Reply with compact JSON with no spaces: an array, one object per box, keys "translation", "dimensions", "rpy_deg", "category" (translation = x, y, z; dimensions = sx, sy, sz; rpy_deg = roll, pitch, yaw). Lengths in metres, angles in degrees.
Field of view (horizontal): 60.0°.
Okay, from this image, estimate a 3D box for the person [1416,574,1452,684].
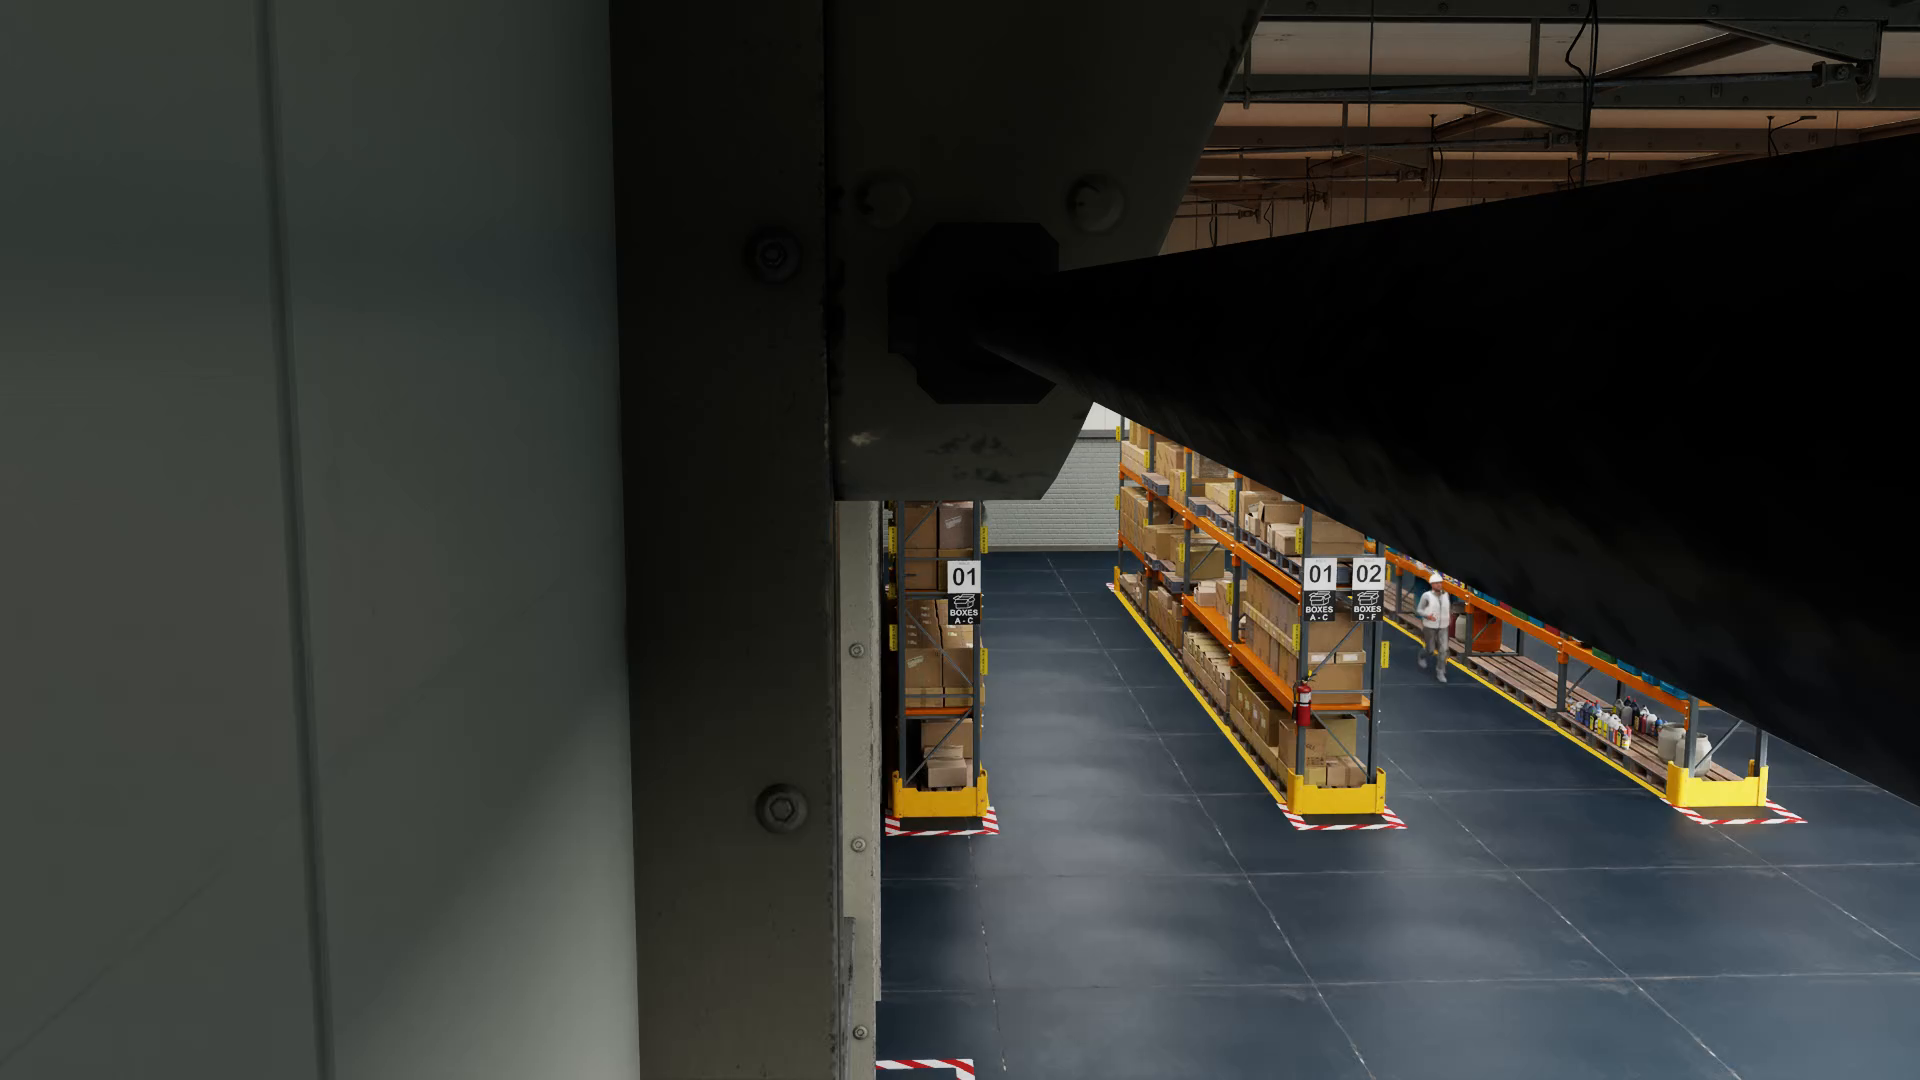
[{"translation":[7.982,1.451,27.941],"dimensions":[0.661,1.777,0.922],"rpy_deg":[-1,8,-6],"category":"person"}]
